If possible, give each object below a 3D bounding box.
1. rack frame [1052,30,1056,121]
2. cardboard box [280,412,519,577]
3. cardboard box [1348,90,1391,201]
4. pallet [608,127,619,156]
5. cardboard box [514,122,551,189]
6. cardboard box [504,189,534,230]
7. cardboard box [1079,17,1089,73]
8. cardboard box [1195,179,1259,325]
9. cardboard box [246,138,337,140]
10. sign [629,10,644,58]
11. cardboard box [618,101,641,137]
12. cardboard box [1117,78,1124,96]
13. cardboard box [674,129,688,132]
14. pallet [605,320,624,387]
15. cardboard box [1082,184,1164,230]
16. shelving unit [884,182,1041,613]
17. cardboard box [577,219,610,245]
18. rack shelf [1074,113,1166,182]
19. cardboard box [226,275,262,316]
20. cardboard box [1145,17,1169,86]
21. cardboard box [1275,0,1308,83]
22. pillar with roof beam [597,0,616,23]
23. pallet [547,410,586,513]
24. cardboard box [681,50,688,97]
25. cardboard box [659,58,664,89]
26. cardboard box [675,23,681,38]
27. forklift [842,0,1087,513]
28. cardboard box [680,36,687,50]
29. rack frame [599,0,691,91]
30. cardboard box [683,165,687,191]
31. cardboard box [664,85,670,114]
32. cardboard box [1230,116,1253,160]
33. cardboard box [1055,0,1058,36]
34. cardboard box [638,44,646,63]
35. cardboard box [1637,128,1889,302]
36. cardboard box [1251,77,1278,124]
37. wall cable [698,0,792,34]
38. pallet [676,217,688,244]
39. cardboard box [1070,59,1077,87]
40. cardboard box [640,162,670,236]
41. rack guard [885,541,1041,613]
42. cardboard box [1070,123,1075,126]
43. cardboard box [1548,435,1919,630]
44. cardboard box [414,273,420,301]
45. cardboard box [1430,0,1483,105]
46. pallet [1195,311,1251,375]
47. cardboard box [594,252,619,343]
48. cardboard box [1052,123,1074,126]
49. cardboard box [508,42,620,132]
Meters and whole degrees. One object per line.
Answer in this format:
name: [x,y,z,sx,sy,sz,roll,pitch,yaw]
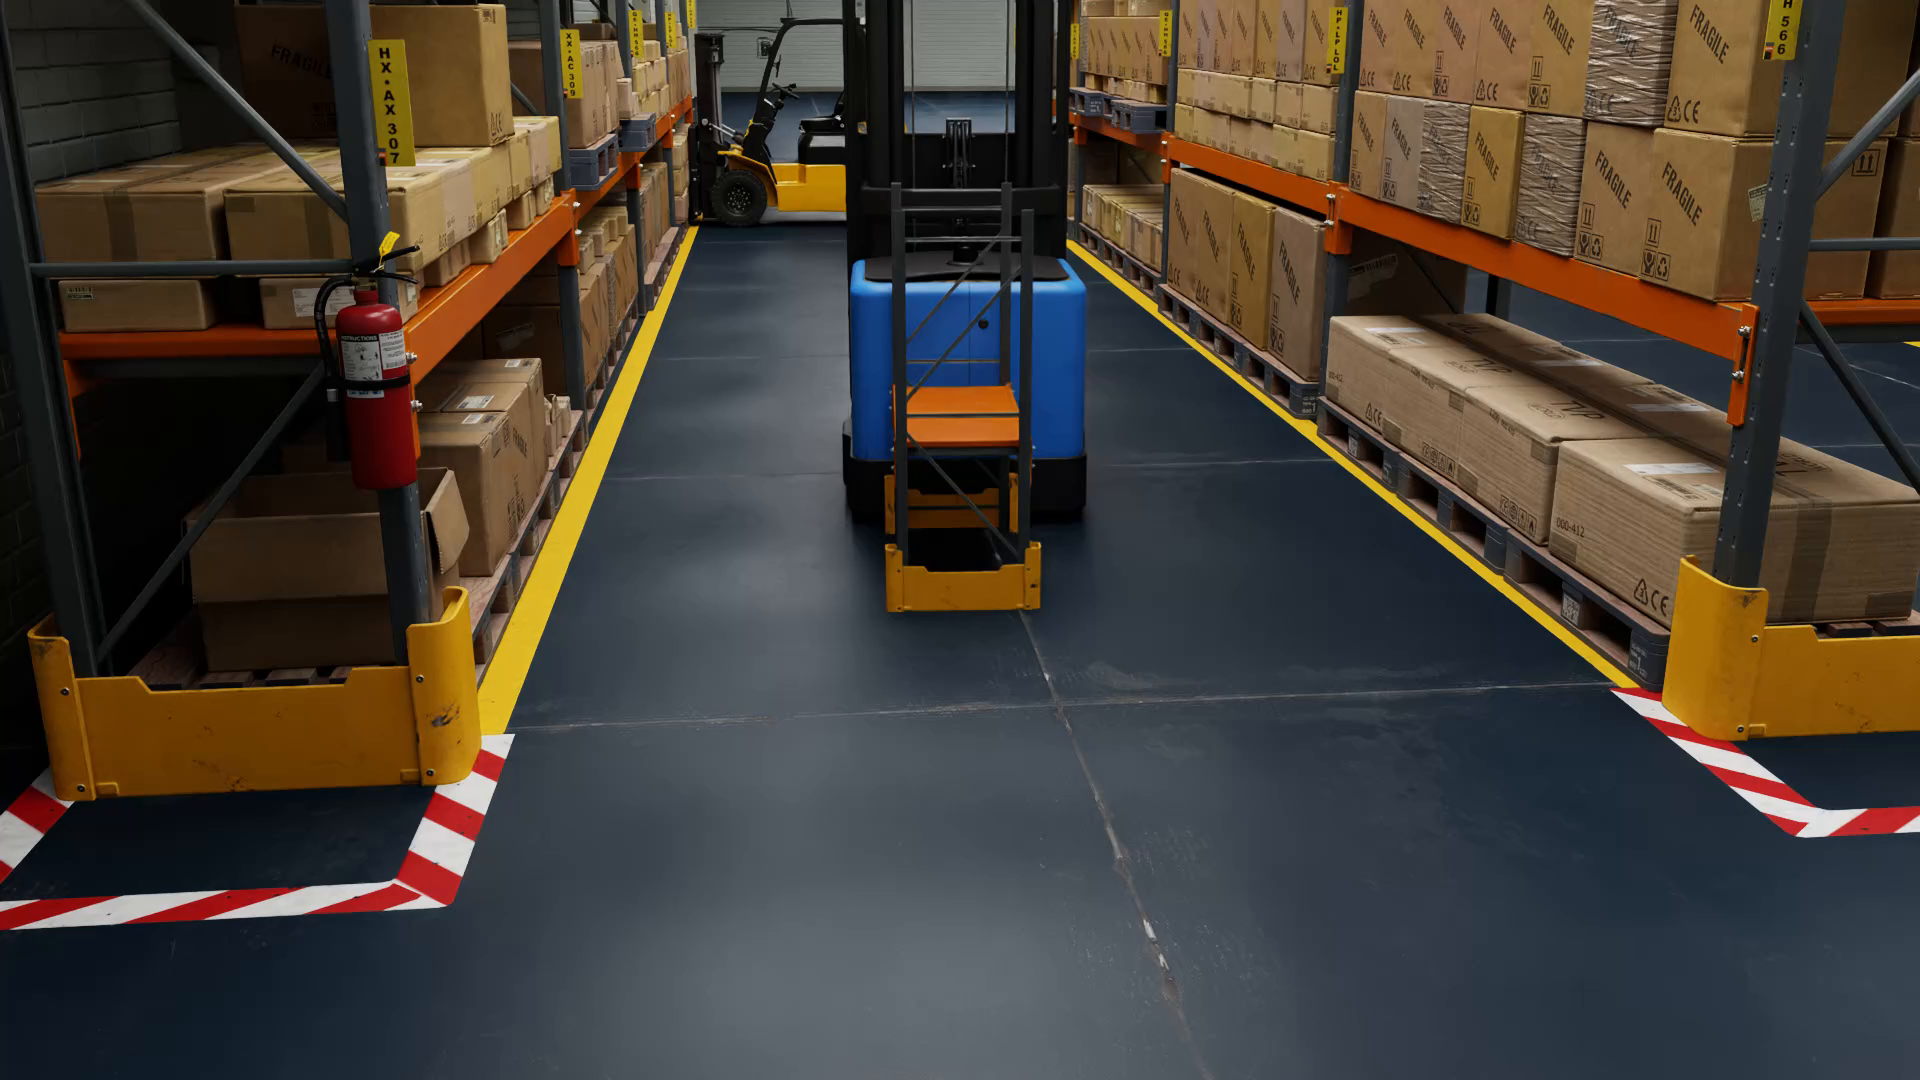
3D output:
rack frame: [1.241,-5.645,20.151,1.000,3.000,0.127,-2,18,-6]
cardboard box: [-2.064,-0.173,6.191,0.700,0.500,0.500,-1,17,-3]
cardboard box: [2.266,-1.970,8.277,0.500,0.500,0.500,-1,17,-4]
pallet: [-2.666,-2.437,10.251,1.003,0.211,1.213,-2,18,-6]
cardboard box: [-2.097,-1.693,7.316,0.500,0.250,0.500,-2,18,-5]
cardboard box: [-2.021,-1.401,7.051,0.380,0.149,0.250,-2,18,-6]
cardboard box: [1.416,-4.695,15.760,0.500,0.500,0.500,-1,17,-4]
cardboard box: [2.142,-1.974,11.304,0.875,0.875,0.875,-2,17,-5]
cardboard box: [-2.566,-1.527,6.787,0.500,0.250,0.500,-1,17,-4]
sign: [-2.332,-3.642,11.968,0.100,0.325,0.005,-2,18,-6]
cardboard box: [-2.674,-3.176,12.535,0.500,0.250,0.500,-2,18,-5]
cardboard box: [1.559,-3.892,14.284,0.380,0.149,0.250,-2,18,-7]
cardboard box: [-3.218,-4.427,18.490,0.500,0.250,0.500,-2,17,-5]
pallet: [-2.709,-1.191,10.617,1.003,0.211,1.213,-2,18,-6]
cardboard box: [1.710,-3.244,16.188,0.950,0.372,0.625,-2,17,-5]
shelving unit: [-0.011,-0.604,6.598,0.587,1.500,1.083,-1,17,-3]
cardboard box: [-2.544,-2.045,11.072,0.380,0.149,0.250,-1,17,-4]
rack shelf: [1.859,-3.514,14.565,1.077,0.370,4.000,-2,18,-6]
cardboard box: [-2.312,-0.772,5.048,0.380,0.149,0.250,-1,17,-4]
cardboard box: [1.742,-3.779,12.841,0.500,0.500,0.500,-2,18,-7]
cardboard box: [2.122,-2.874,9.488,0.500,0.500,0.500,-1,17,-5]
pillar with roof beam: [-0.858,-10.038,24.129,9.100,9.000,0.400,-2,18,-6]
pallet: [-2.389,-0.380,8.037,1.003,0.211,1.213,-2,18,-6]
cardboard box: [-3.340,-5.245,18.710,0.500,0.500,0.500,-1,17,-4]
cardboard box: [-2.919,-4.175,14.882,0.500,0.250,0.500,-2,18,-7]
cardboard box: [-3.218,-5.513,17.982,0.380,0.149,0.250,-1,17,-5]
forklift: [-0.029,-1.905,8.353,1.130,2.935,3.031,-1,17,-3]
cardboard box: [-3.326,-5.678,19.006,0.380,0.149,0.250,-1,17,-5]
rack frame: [-3.696,-5.491,19.659,1.000,3.000,0.127,-2,18,-6]
cardboard box: [-3.080,-3.730,17.104,0.500,0.250,0.500,-2,18,-6]
cardboard box: [-2.972,-4.086,15.433,0.500,0.250,0.500,-1,17,-4]
cardboard box: [2.039,-2.581,10.640,0.500,0.250,0.500,-2,18,-6]
cardboard box: [1.510,-6.167,19.478,0.700,0.500,0.500,-2,18,-7]
cardboard box: [-2.755,-3.953,13.510,0.380,0.149,0.250,-1,17,-4]
cardboard box: [2.578,-1.062,5.384,0.500,0.500,0.500,-2,18,-5]
cardboard box: [2.073,-2.664,10.070,0.500,0.250,0.500,-1,17,-4]
wall cable: [-6.604,-16.493,49.872,3.097,2.526,0.112,-2,18,-6]
pallet: [-3.324,-3.207,17.040,1.003,0.211,1.213,-2,18,-6]
cardboard box: [1.360,-4.768,16.693,0.500,0.500,0.500,-2,18,-7]
cardboard box: [-3.219,-3.211,15.662,0.875,0.625,0.625,-1,17,-3]
rack guard: [0.012,0.141,6.311,0.587,0.250,0.087,-1,17,-3]
cardboard box: [1.583,-4.661,19.653,0.500,0.500,0.500,-2,18,-5]
cardboard box: [2.723,-0.050,5.904,0.875,0.438,0.875,-2,18,-8]
cardboard box: [-1.879,-0.785,5.088,0.380,0.149,0.250,-1,17,-4]
cardboard box: [2.374,-2.142,7.155,0.500,0.500,0.500,-1,17,-5]
pallet: [2.195,-1.332,11.066,1.003,0.211,1.213,-2,18,-6]
cardboard box: [-2.444,-1.536,10.535,0.500,0.500,0.500,-2,18,-8]
cardboard box: [1.052,-4.636,19.572,0.500,0.500,0.500,-2,18,-7]
cardboard box: [-2.420,-2.703,9.911,0.700,0.500,0.500,-2,18,-6]
